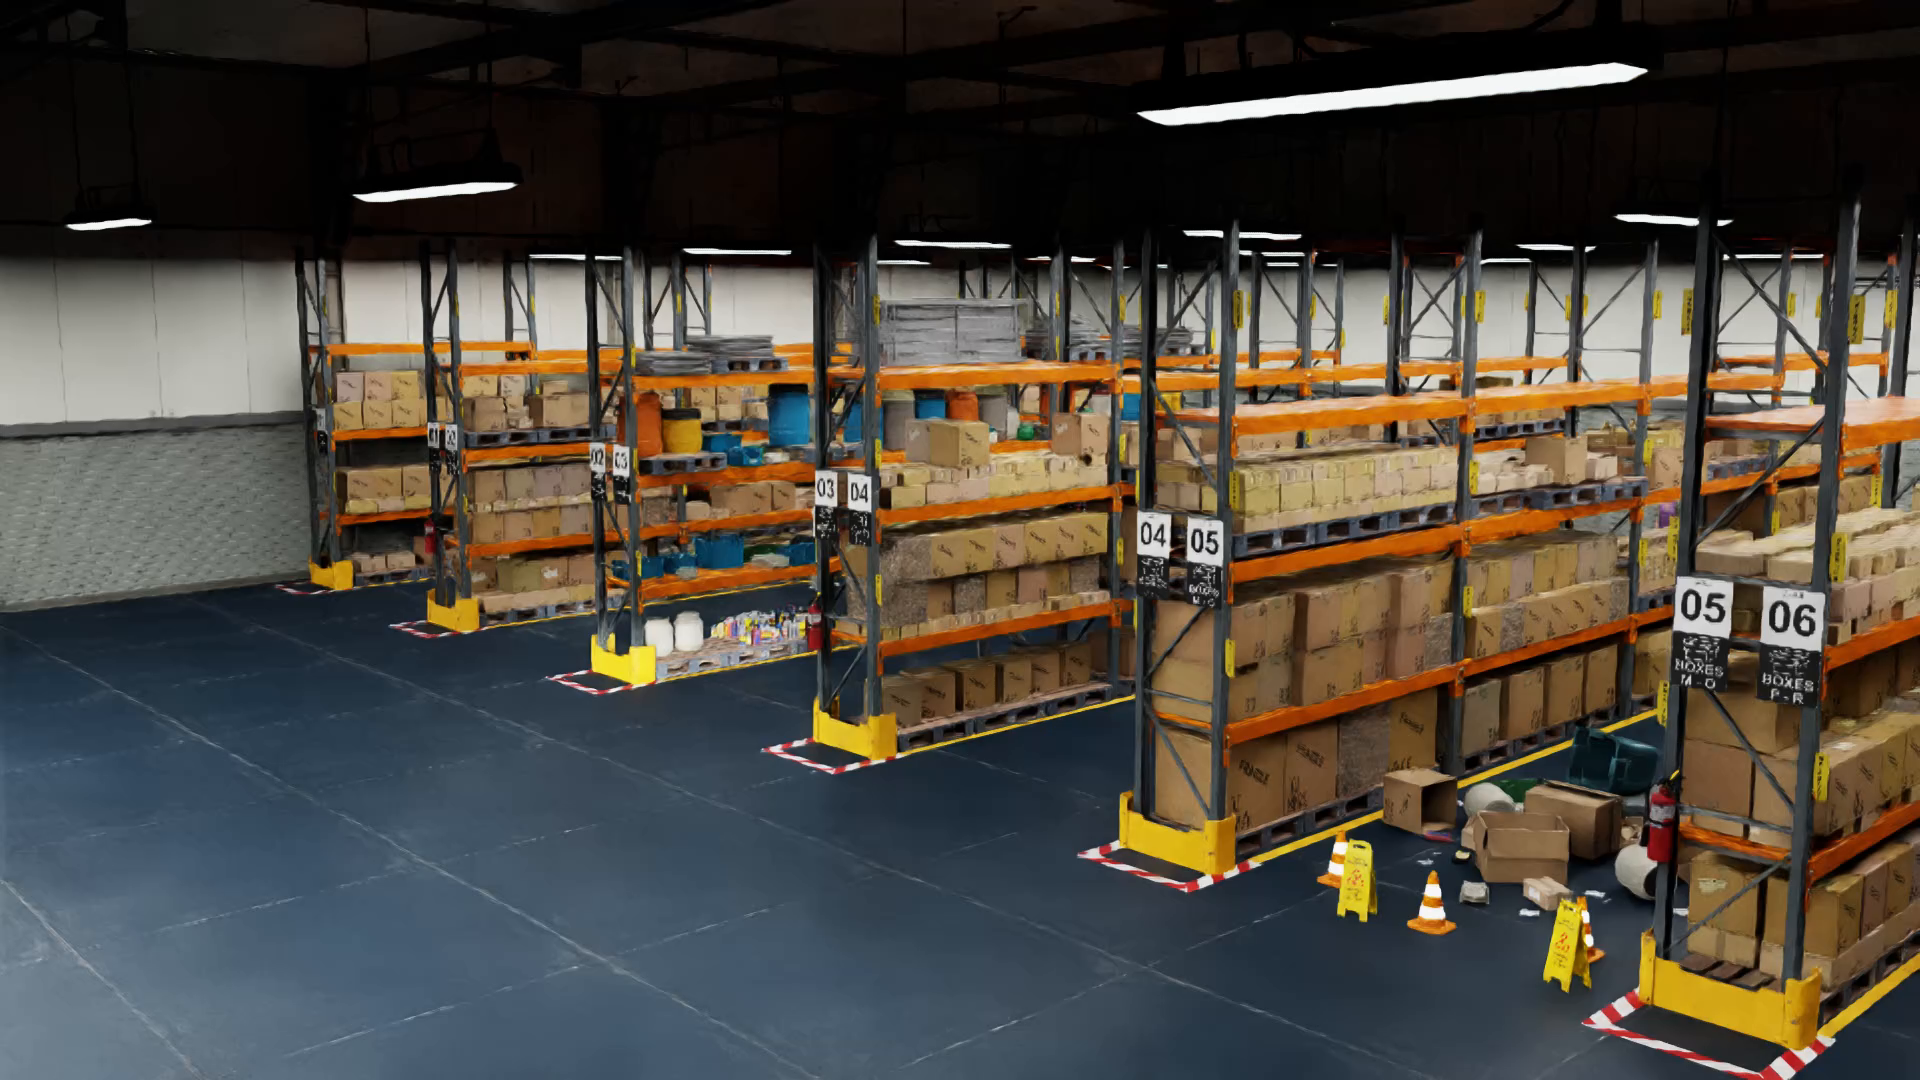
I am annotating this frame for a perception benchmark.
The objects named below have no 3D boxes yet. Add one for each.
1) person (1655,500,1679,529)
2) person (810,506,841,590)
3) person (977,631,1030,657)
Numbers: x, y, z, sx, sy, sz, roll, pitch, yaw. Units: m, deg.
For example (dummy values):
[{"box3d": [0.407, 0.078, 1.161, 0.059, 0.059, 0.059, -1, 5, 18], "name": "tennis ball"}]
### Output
[{"box3d": [13.443, -0.236, 31.628, 0.412, 1.531, 0.955, 7, 11, 38], "name": "person"}, {"box3d": [-2.373, -0.021, 29.288, 0.506, 1.783, 0.632, 2, 9, 16], "name": "person"}, {"box3d": [0.601, 0.970, 22.919, 0.955, 1.721, 0.574, -3, 9, -22], "name": "person"}]
